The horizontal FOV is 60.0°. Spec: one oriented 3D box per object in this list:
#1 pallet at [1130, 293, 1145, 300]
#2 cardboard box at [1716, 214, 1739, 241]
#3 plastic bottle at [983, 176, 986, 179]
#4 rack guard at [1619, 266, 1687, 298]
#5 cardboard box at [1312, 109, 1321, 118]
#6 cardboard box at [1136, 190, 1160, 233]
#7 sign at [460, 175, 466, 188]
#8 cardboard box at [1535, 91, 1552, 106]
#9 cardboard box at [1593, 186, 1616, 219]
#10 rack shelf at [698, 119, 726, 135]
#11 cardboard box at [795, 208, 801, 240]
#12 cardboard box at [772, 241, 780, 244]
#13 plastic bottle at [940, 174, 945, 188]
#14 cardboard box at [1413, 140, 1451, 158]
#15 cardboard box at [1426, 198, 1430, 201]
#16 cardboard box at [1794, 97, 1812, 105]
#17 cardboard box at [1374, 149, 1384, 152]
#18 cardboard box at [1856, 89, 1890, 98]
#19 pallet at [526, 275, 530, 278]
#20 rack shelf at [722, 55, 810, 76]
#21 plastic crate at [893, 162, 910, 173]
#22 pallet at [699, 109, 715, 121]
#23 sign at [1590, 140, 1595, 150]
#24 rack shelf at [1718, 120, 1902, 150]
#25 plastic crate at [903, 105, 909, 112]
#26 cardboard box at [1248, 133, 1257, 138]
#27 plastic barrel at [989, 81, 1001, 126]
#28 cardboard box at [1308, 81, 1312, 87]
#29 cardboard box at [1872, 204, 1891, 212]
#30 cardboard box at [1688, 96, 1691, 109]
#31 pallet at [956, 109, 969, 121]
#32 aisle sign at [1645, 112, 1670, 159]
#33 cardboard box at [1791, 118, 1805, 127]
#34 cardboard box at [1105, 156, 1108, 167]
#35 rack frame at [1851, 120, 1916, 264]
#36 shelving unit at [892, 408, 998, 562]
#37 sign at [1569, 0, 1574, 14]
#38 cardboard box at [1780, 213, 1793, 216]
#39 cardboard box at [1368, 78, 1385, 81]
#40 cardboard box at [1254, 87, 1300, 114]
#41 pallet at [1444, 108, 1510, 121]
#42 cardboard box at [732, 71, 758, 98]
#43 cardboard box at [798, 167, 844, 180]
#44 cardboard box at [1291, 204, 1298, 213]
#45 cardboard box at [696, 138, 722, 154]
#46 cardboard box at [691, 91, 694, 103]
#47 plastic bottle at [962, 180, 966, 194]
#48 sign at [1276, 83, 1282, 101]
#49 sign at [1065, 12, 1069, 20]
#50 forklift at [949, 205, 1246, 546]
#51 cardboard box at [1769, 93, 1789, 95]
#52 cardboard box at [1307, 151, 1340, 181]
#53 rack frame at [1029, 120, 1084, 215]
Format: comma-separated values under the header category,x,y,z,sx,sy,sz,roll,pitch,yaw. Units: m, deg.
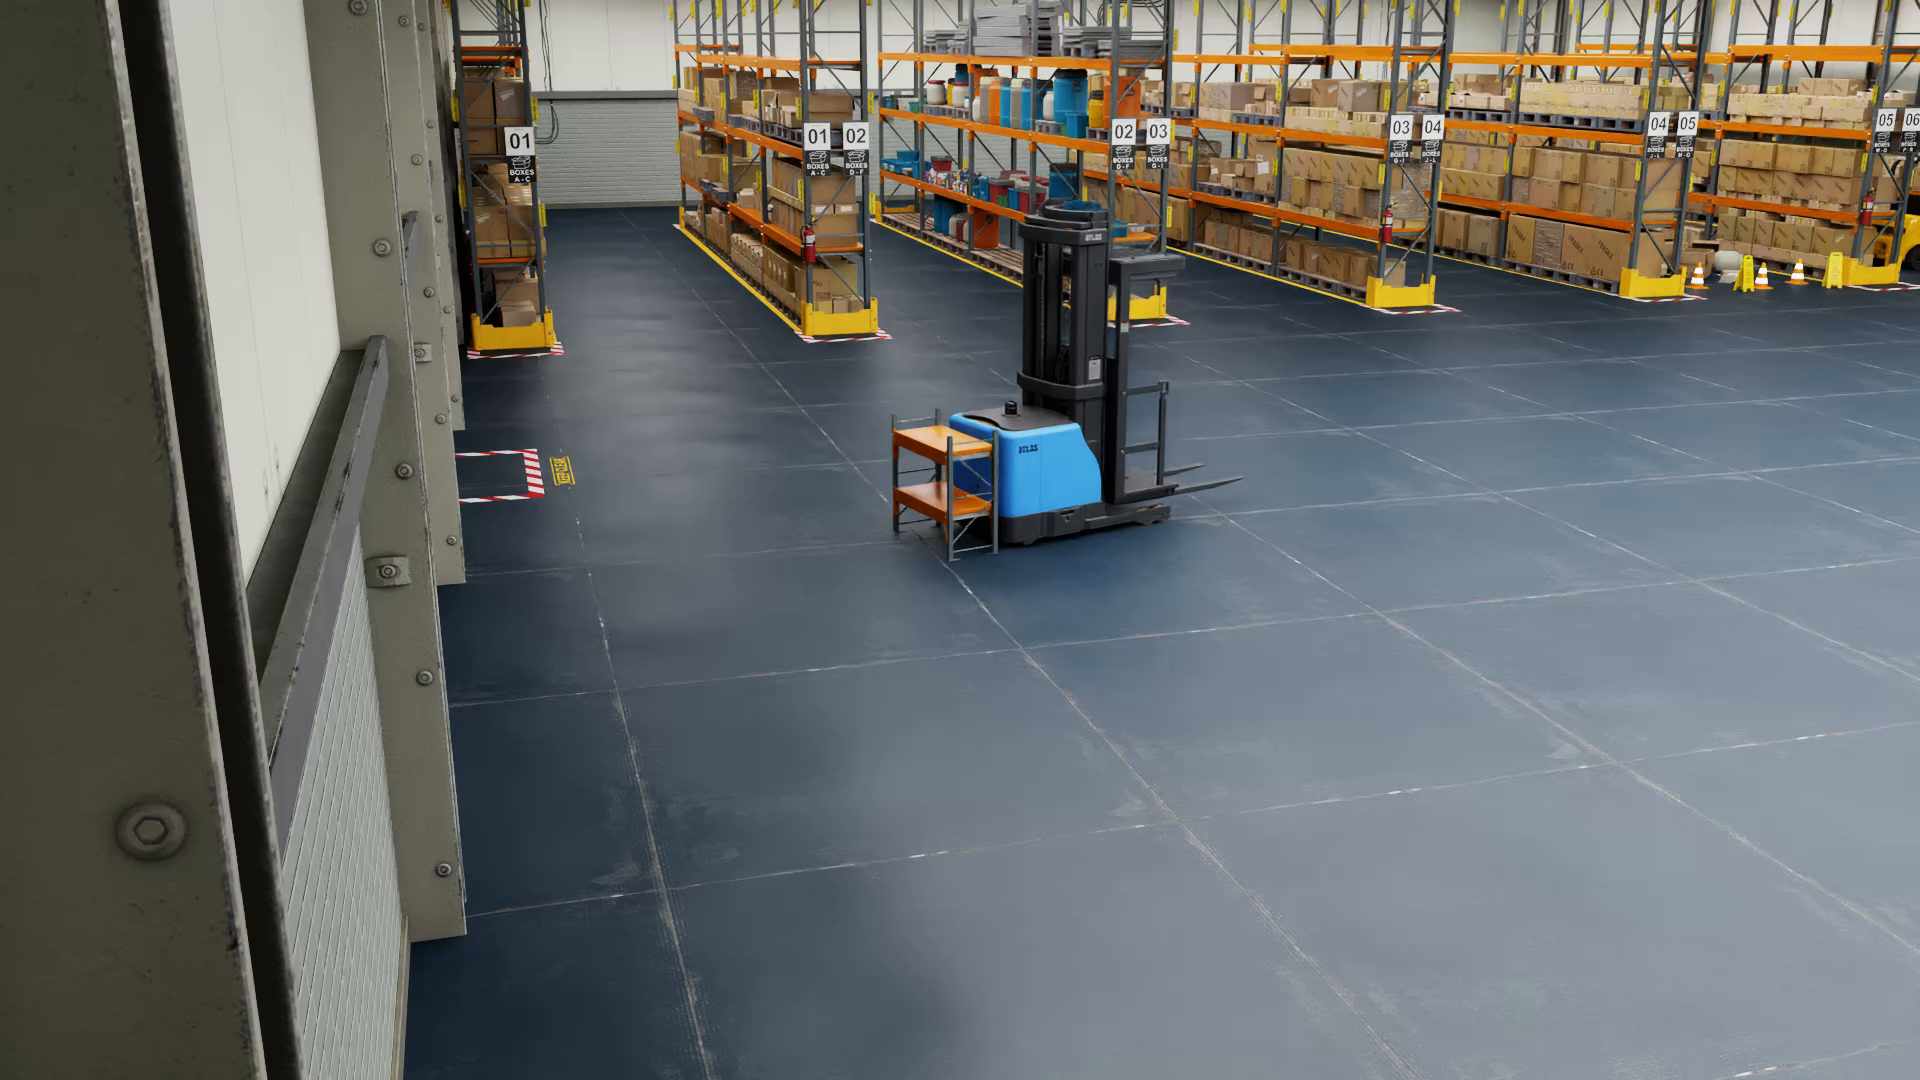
category,x,y,z,sx,sy,sz,roll,pitch,yaw
pallet,2.586,-4.001,28.202,1.003,0.211,1.213,-5,17,-15
cardboard box,15.964,-6.434,34.202,0.500,0.500,0.500,-4,17,-13
plastic bottle,0.541,-7.744,36.040,0.097,0.271,0.097,0,17,0
rack guard,12.436,-4.646,29.848,1.175,0.500,0.348,-5,17,-15
cardboard box,6.617,-7.743,30.168,0.380,0.149,0.250,-5,17,-16
cardboard box,4.776,-7.566,38.186,1.225,0.875,0.875,-5,18,-17
sign,-8.287,-5.927,27.754,0.100,0.325,0.005,-5,17,-15
cardboard box,11.335,-8.416,31.678,0.500,0.250,0.500,-5,17,-16
cardboard box,12.112,-6.171,30.319,0.875,0.550,0.550,-5,17,-15
rack shelf,-4.642,-8.561,34.574,1.077,0.370,4.000,-5,17,-15
cardboard box,-2.289,-5.164,27.054,0.700,0.500,0.500,-5,17,-15
cardboard box,-3.290,-5.522,31.493,0.500,0.311,0.500,-4,17,-14
plastic bottle,-0.348,-7.875,36.469,0.152,0.276,0.135,-5,17,-15
cardboard box,10.345,-8.464,36.303,0.700,0.500,0.500,-5,17,-16
cardboard box,13.041,-9.494,45.366,0.875,0.438,0.875,-5,18,-17
cardboard box,16.330,-8.459,32.033,0.380,0.149,0.250,-4,17,-14
cardboard box,9.862,-9.004,38.684,0.380,0.149,0.250,-5,17,-16
cardboard box,20.189,-9.805,36.715,0.500,0.311,0.500,-5,18,-17
pallet,-8.309,-4.635,30.313,1.003,0.211,1.213,-5,17,-15
rack shelf,-3.542,-8.700,30.517,1.077,0.370,4.000,-5,17,-15
plastic crate,-1.414,-9.010,40.217,0.416,0.233,0.300,-5,17,-15
pallet,-4.792,-8.897,34.766,1.213,0.211,1.003,-5,17,-15
sign,14.430,-8.992,37.957,0.100,0.325,0.005,-5,17,-15
rack shelf,16.611,-7.914,32.420,1.077,0.370,4.000,-5,17,-15
plastic crate,-1.143,-10.045,38.722,0.293,0.136,0.466,-5,17,-15
cardboard box,7.900,-10.799,43.559,0.500,0.500,0.500,-5,17,-16
plastic barrel,0.868,-8.524,32.452,0.600,0.830,0.708,-5,17,-15
cardboard box,8.700,-11.101,40.478,0.380,0.149,0.250,-4,17,-14
cardboard box,17.267,-6.259,31.309,0.380,0.149,0.250,-5,17,-15
cardboard box,15.628,-9.232,35.086,0.500,0.250,0.500,-4,17,-15
pallet,0.556,-8.872,34.687,1.003,0.211,1.213,-5,17,-15
aisle sign,12.160,-7.051,28.992,0.394,0.787,0.004,-5,17,-15
cardboard box,16.329,-8.083,32.168,0.380,0.149,0.250,-5,17,-16
cardboard box,3.816,-9.120,40.140,0.500,0.250,0.500,-4,17,-14
rack frame,17.161,-6.269,30.906,1.000,3.000,0.127,-5,17,-15
shelving unit,-0.144,-0.515,15.008,0.538,1.125,1.048,-9,19,-29
sign,11.870,-10.390,32.297,0.100,0.325,0.005,-5,17,-15
cardboard box,19.892,-7.766,39.286,0.875,0.625,0.625,-4,17,-13
cardboard box,9.497,-10.359,37.804,0.396,0.266,0.258,-5,17,-15
cardboard box,6.239,-8.678,32.801,0.797,0.503,0.637,-4,17,-13
pallet,10.769,-8.926,34.865,1.003,0.211,1.213,-4,17,-13
cardboard box,-4.206,-9.001,32.874,0.500,0.500,0.500,-5,17,-15
cardboard box,-2.174,-5.662,26.458,0.700,0.500,0.500,-5,17,-17
cardboard box,6.455,-6.251,31.284,0.380,0.149,0.250,-5,17,-15
cardboard box,-5.579,-8.669,36.983,0.500,0.500,0.500,-5,17,-15
cardboard box,-5.720,-9.878,37.100,0.500,0.250,0.500,-5,17,-15
plastic bottle,0.087,-7.393,34.850,0.061,0.283,0.133,-5,17,-15
sign,6.001,-8.420,31.269,0.100,0.325,0.005,-5,17,-15
sign,2.700,-13.265,41.871,0.100,0.325,0.005,-5,17,-15
forklift,1.401,-1.658,15.674,3.031,2.935,1.130,-11,20,-32
cardboard box,19.405,-10.510,39.379,0.380,0.149,0.250,-4,17,-14
cardboard box,6.688,-6.840,30.378,0.500,0.500,0.500,-5,17,-15
rack frame,1.771,-6.200,30.678,1.000,3.000,0.127,-5,17,-15
